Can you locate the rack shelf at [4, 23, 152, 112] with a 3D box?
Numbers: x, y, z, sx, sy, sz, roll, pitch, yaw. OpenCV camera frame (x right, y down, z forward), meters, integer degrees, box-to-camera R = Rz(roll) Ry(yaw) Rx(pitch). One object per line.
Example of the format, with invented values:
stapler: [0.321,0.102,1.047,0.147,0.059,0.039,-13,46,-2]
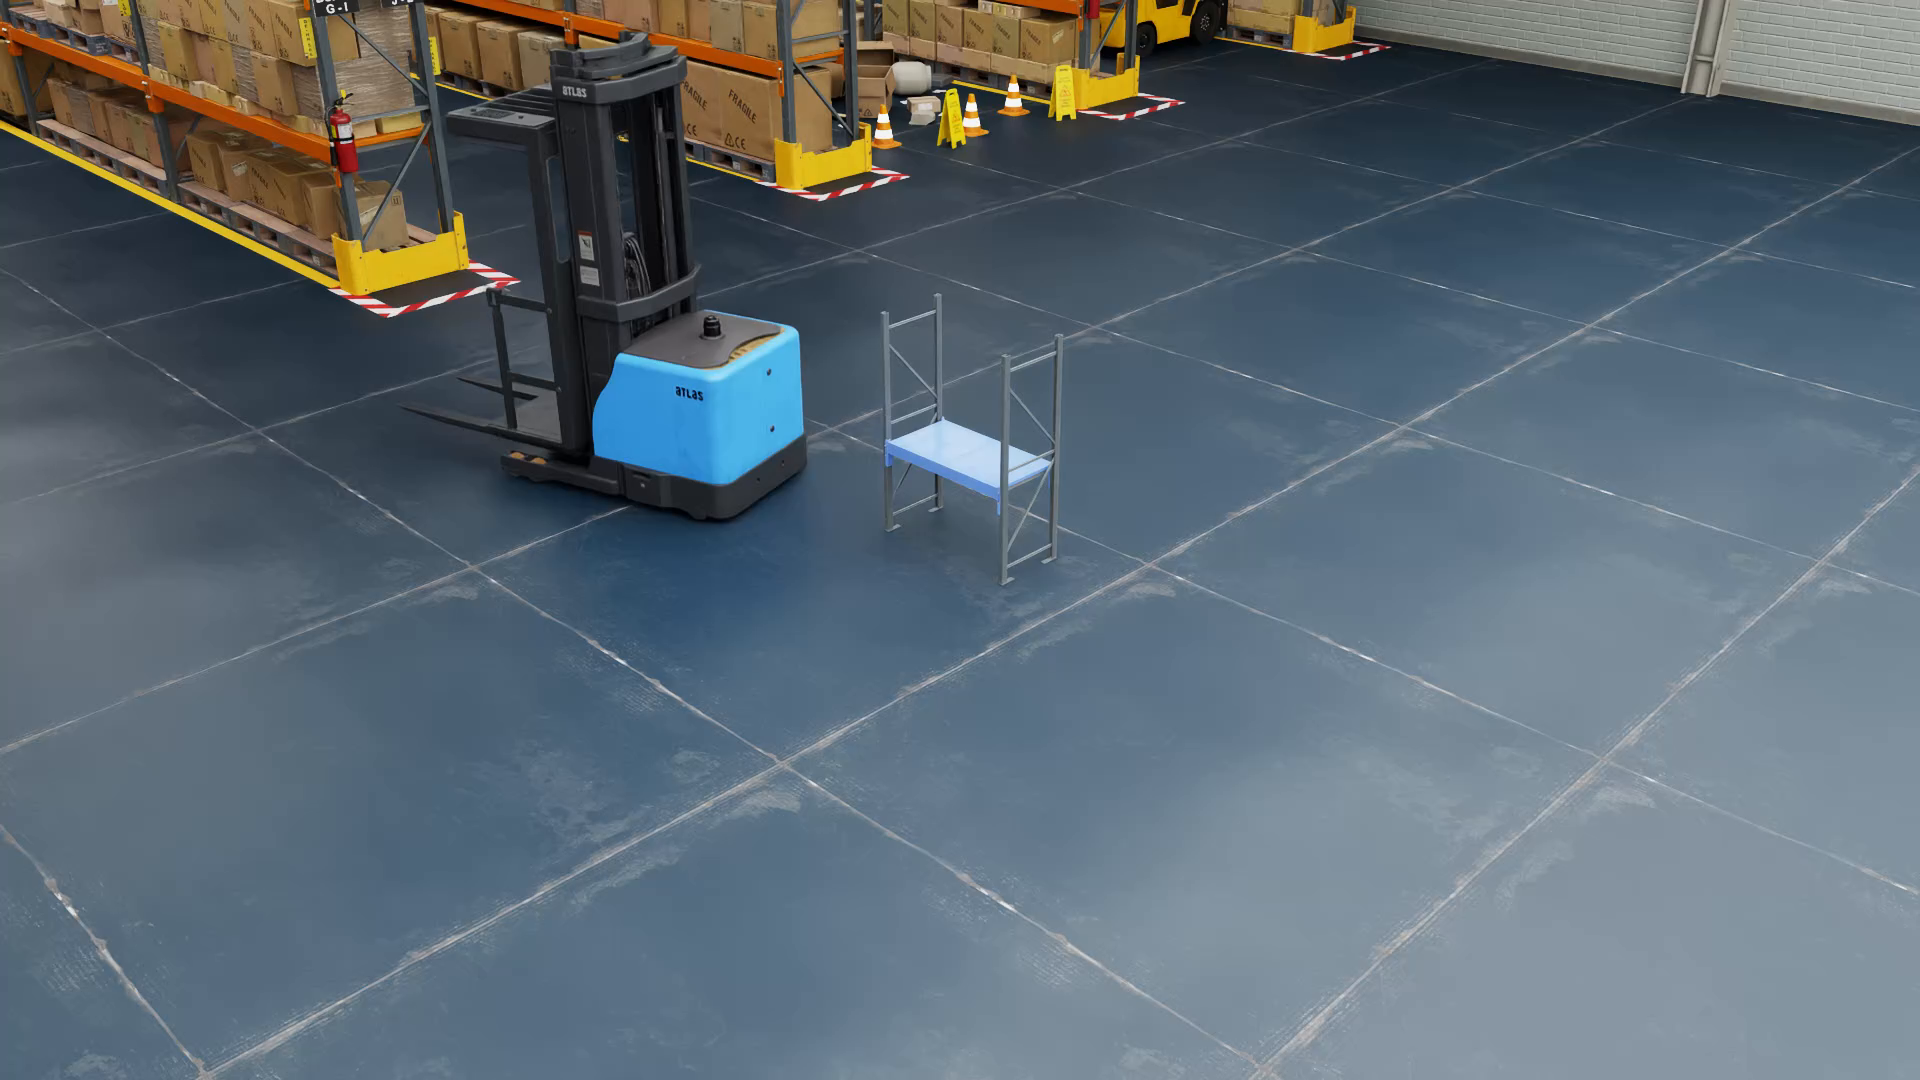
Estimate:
rack shelf: [-9.337,-5.369,18.505,4.000,0.370,1.077,25,36,38]

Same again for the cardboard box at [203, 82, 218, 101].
cardboard box: [-7.060,-4.354,16.071,0.250,0.149,0.380,25,36,38]

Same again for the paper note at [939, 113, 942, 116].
paper note: [-0.181,-5.353,20.890,0.142,0.019,0.148,12,30,22]

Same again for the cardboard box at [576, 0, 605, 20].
cardboard box: [-4.090,-6.598,19.908,0.550,0.550,0.875,25,36,38]

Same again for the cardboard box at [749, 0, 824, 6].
cardboard box: [-1.747,-6.021,17.650,0.550,0.550,0.875,25,36,38]

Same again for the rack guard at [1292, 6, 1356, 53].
rack guard: [5.383,-7.553,24.571,0.348,0.500,1.175,25,36,38]

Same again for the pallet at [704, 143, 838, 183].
pallet: [-2.134,-4.344,18.778,1.213,0.211,1.003,25,36,38]

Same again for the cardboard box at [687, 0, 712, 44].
cardboard box: [-2.525,-5.912,18.603,0.550,0.550,0.875,25,36,38]

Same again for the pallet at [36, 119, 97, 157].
pallet: [-10.207,-4.851,19.741,1.213,0.211,1.003,25,36,38]

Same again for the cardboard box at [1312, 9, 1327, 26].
cardboard box: [5.153,-7.861,24.974,0.500,0.250,0.500,25,37,39]

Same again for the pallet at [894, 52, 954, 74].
pallet: [-0.460,-6.882,23.605,1.213,0.211,1.003,25,36,38]

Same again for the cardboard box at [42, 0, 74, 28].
cardboard box: [-9.730,-5.837,18.330,0.500,0.250,0.500,23,36,37]

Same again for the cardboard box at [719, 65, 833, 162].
cardboard box: [-2.039,-4.788,18.458,0.875,0.875,0.875,25,37,39]

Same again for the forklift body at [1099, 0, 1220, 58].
forklift body: [2.735,-8.305,24.227,1.214,2.155,2.313,25,36,38]

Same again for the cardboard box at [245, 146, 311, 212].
cardboard box: [-6.743,-3.610,16.620,0.500,0.500,0.500,21,34,34]

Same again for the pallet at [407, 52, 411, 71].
pallet: [-7.770,-6.975,23.781,1.213,0.211,1.003,25,36,38]

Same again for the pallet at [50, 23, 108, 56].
pallet: [-9.323,-5.623,18.420,1.213,0.211,1.003,25,36,38]

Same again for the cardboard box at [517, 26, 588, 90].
cardboard box: [-4.867,-6.011,20.918,0.750,0.750,1.050,24,36,38]

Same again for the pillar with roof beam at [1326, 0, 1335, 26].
pillar with roof beam: [2.483,-10.420,20.891,0.400,9.000,9.100,25,36,38]

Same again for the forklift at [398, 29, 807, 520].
forklift: [-2.613,-1.898,11.203,3.031,2.935,1.130,14,31,24]

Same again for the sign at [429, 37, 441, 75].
sign: [-4.679,-4.293,14.755,0.005,0.325,0.100,25,36,38]

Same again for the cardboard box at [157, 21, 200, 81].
cardboard box: [-7.302,-4.869,16.353,0.500,0.500,0.875,25,36,38]

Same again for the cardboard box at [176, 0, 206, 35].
cardboard box: [-7.055,-5.096,15.711,0.500,0.500,0.500,25,36,38]

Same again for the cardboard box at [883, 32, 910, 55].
cardboard box: [-0.732,-7.011,23.356,0.500,0.250,0.500,23,35,36]

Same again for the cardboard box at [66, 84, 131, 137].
cardboard box: [-9.867,-5.040,19.318,0.500,0.500,0.700,21,34,34]

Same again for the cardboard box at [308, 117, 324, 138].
cardboard box: [-5.585,-3.725,14.875,0.250,0.149,0.380,25,36,38]

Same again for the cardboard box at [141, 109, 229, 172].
cardboard box: [-8.334,-4.331,17.970,0.500,0.500,0.700,21,34,35]

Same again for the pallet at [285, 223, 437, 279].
pallet: [-5.668,-2.797,15.837,1.213,0.211,1.003,25,36,38]

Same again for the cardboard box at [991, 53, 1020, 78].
cardboard box: [0.760,-6.334,22.069,0.500,0.250,0.500,25,37,39]

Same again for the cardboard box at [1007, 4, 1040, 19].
cardboard box: [0.826,-6.879,21.603,0.380,0.149,0.250,-24,36,-38]

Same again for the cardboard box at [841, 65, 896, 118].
cardboard box: [-1.139,-5.647,20.942,0.637,0.503,0.797,2,28,4]

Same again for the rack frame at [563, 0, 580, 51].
rack frame: [-4.362,-6.648,20.164,0.127,3.000,1.000,25,36,38]

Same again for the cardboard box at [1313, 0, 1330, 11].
cardboard box: [5.177,-8.080,24.852,0.500,0.250,0.500,-25,36,-38]

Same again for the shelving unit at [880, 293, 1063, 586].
shelving unit: [0.061,-0.636,10.341,1.048,1.500,0.538,25,36,38]

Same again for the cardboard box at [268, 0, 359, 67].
cardboard box: [-5.624,-4.446,14.474,0.500,0.500,0.500,25,36,38]

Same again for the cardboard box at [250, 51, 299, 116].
cardboard box: [-5.873,-4.218,15.115,0.500,0.500,0.875,25,36,38]

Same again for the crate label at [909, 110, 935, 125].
crate label: [-0.462,-5.221,20.525,0.298,0.136,0.250,7,29,13]

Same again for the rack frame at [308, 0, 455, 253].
rack frame: [-5.059,-3.730,14.614,0.127,3.000,1.000,25,36,38]

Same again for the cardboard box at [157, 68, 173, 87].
cardboard box: [-7.800,-4.668,16.668,0.250,0.149,0.380,25,36,38]

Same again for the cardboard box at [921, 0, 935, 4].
cardboard box: [-0.317,-7.402,22.598,0.380,0.149,0.250,-24,36,-37]

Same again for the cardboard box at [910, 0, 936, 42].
cardboard box: [-0.342,-7.172,22.857,0.500,0.500,0.500,-24,36,-37]

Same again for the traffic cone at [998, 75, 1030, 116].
traffic cone: [0.678,-5.608,20.912,0.334,0.463,0.336,25,36,38]

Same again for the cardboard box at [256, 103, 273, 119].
cardboard box: [-6.310,-4.046,15.484,0.250,0.149,0.380,25,36,38]

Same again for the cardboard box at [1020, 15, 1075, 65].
cardboard box: [1.135,-6.494,21.569,0.500,0.500,0.500,25,37,39]

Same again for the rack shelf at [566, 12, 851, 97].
rack shelf: [-2.936,-5.677,19.090,4.000,0.370,1.077,25,36,38]
